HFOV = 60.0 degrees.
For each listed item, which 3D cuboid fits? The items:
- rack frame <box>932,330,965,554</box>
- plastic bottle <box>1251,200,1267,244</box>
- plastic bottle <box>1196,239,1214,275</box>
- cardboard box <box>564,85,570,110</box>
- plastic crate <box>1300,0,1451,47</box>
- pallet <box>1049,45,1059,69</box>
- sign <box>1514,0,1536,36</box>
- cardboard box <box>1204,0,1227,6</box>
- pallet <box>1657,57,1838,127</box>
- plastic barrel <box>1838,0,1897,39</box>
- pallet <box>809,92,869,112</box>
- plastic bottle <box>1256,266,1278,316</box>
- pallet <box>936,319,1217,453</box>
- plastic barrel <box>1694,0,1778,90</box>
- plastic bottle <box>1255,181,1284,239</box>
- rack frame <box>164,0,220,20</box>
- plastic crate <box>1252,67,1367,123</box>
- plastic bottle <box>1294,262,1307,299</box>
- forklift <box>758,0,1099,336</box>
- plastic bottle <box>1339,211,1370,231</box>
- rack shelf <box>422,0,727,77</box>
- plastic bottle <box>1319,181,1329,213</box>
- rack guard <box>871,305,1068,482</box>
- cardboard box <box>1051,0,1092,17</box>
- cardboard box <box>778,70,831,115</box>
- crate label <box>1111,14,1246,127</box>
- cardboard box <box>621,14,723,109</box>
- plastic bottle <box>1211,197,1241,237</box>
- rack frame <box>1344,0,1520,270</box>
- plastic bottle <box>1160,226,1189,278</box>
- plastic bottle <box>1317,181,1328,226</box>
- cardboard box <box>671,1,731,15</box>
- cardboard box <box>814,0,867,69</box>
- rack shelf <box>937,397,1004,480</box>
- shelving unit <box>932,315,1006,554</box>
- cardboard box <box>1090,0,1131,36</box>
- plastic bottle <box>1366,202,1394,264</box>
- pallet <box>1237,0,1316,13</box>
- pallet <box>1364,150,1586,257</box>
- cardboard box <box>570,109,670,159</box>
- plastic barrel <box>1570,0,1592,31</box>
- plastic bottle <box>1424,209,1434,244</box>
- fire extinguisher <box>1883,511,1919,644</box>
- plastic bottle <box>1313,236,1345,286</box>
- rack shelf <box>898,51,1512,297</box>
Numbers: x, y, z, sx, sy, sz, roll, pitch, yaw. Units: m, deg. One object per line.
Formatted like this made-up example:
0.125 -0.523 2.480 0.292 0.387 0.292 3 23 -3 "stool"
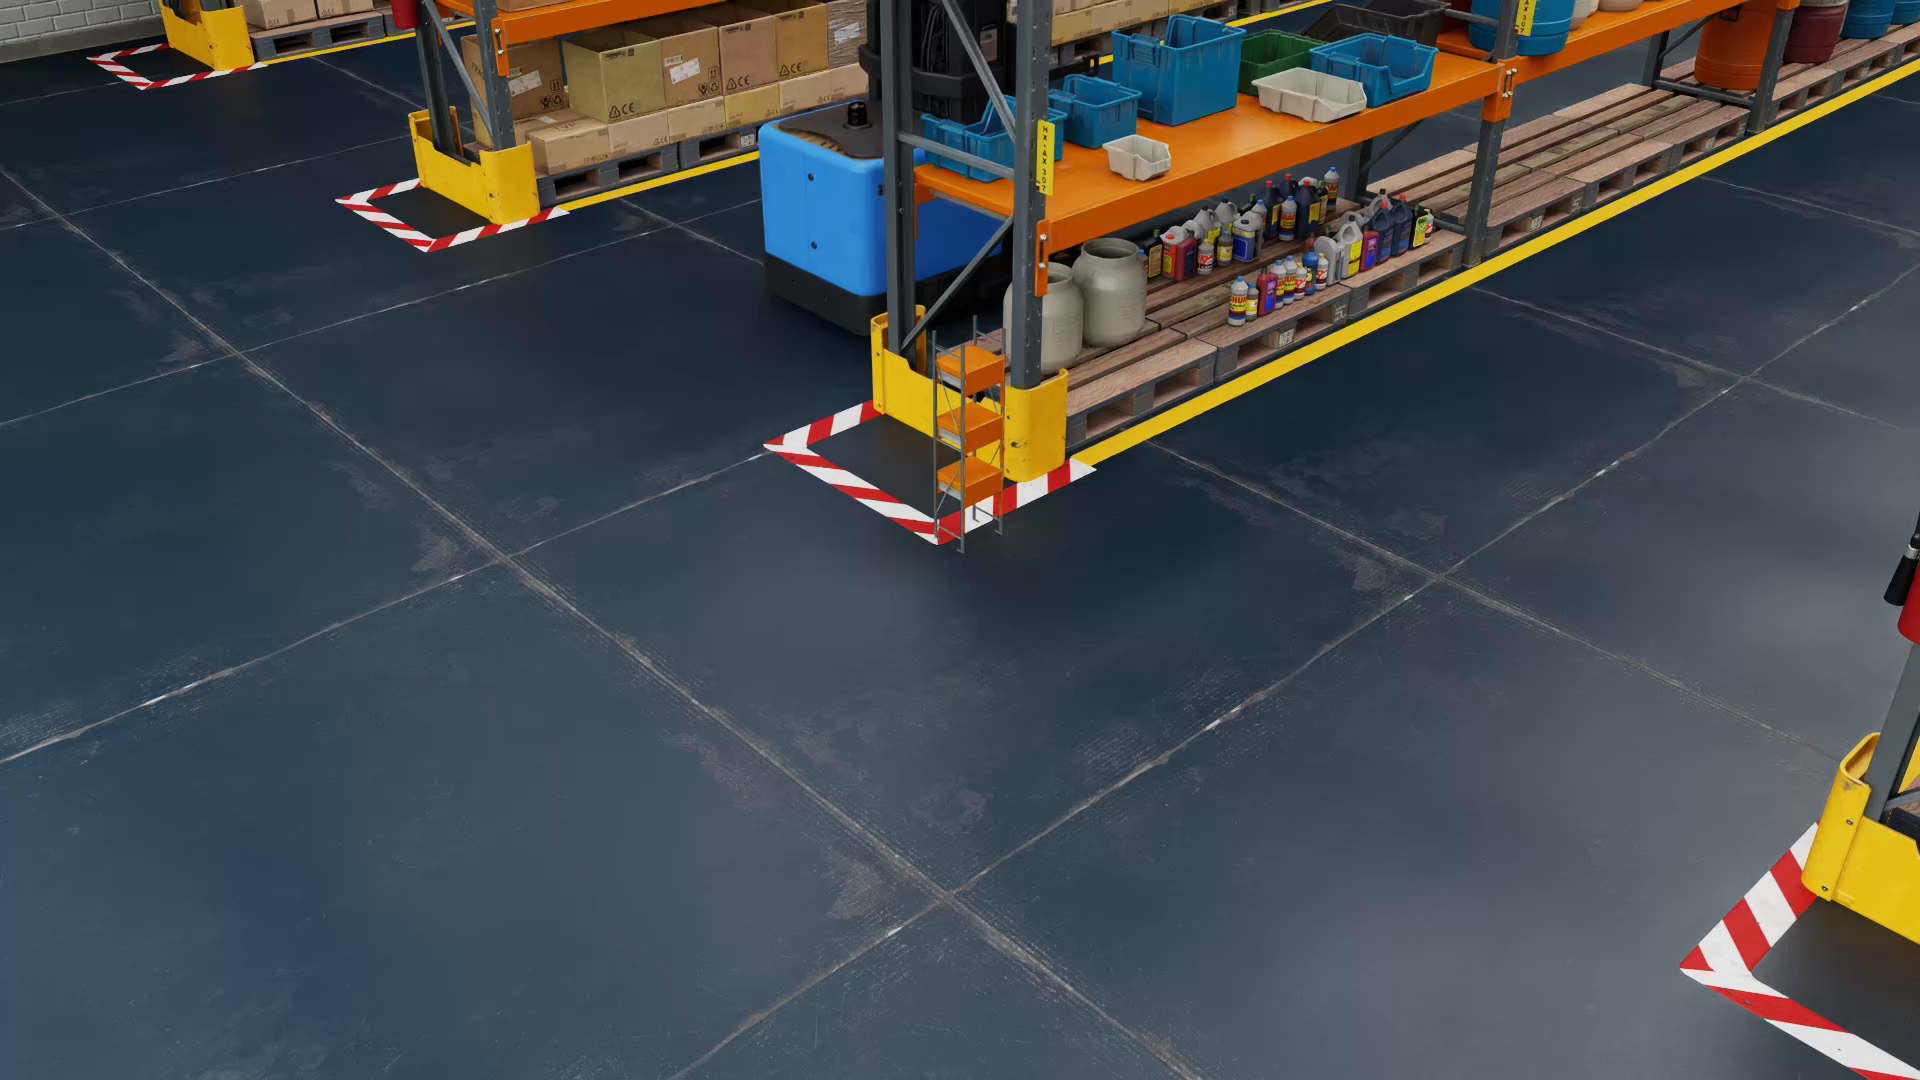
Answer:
-0.050 -0.424 7.436 0.008 1.050 0.200 -26 40 -35 "rack frame"
1.846 -1.972 10.293 0.097 0.271 0.097 0 31 0 "plastic bottle"
1.460 -1.690 9.900 0.097 0.201 0.097 0 31 0 "plastic bottle"
-2.807 -3.178 12.305 0.500 0.250 0.500 -26 40 -35 "cardboard box"
2.471 -3.046 9.915 0.504 0.338 0.767 -26 40 -35 "plastic crate"
0.090 -4.192 14.403 1.213 0.211 1.003 -26 40 -35 "pallet"
3.307 -3.113 9.700 0.005 0.325 0.100 -26 40 -35 "sign"
2.289 -5.250 15.694 0.500 0.250 0.500 -25 39 -34 "cardboard box"
6.424 -3.734 13.654 1.213 0.211 1.003 -26 40 -35 "pallet"
7.877 -4.893 14.486 0.708 0.901 0.600 -26 40 -35 "plastic barrel"
-1.036 -3.650 13.516 1.213 0.211 1.003 -26 40 -35 "pallet"
1.728 -1.416 9.373 0.133 0.283 0.061 -25 39 -35 "plastic bottle"
0.631 -0.932 9.072 1.213 0.211 1.003 -26 40 -35 "pallet"
6.221 -4.061 13.194 0.708 0.830 0.600 -26 40 -35 "plastic barrel"
1.928 -2.072 10.381 0.144 0.351 0.185 27 41 37 "plastic bottle"
-6.728 -5.580 14.000 0.127 3.000 1.000 -26 40 -35 "rack frame"
1.922 -2.424 9.091 0.437 0.136 0.530 -26 40 -35 "plastic crate"
1.947 -1.500 9.589 0.097 0.201 0.097 0 31 0 "plastic bottle"
0.249 -3.063 9.949 3.031 2.935 1.130 -25 39 -34 "forklift"
2.405 -1.876 10.132 0.135 0.276 0.152 -26 40 -35 "plastic bottle"
-1.891 -4.089 12.251 4.000 0.370 1.077 -26 40 -35 "rack shelf"
2.335 -2.222 10.769 0.097 0.201 0.097 0 31 0 "plastic bottle"
0.032 -0.769 8.528 0.348 0.500 1.175 -26 40 -35 "rack guard"
0.798 -4.762 14.357 0.500 0.311 0.500 -27 41 -37 "cardboard box"
-1.346 -3.507 12.843 0.500 0.250 0.500 -26 40 -35 "cardboard box"
1.174 -2.562 9.030 0.616 0.435 0.502 -26 40 -35 "crate label"
-2.090 -3.478 12.077 0.500 0.500 0.500 -26 40 -35 "cardboard box"
1.617 -1.922 10.135 0.185 0.351 0.144 -26 40 -36 "plastic bottle"
2.941 -3.209 10.123 0.127 3.000 1.000 -26 40 -35 "rack frame"
1.260 -1.714 9.867 0.135 0.276 0.152 -25 40 -35 "plastic bottle"
2.264 -2.127 10.535 0.133 0.283 0.061 -26 40 -35 "plastic bottle"
-2.076 -3.854 12.691 0.500 0.500 0.500 -26 40 -35 "cardboard box"
-0.990 -4.010 12.948 0.500 0.500 0.500 -26 40 -35 "cardboard box"
0.039 -0.458 7.512 0.240 0.259 0.215 -26 40 -35 "rack shelf"
0.039 -0.467 7.507 0.252 1.050 0.215 -26 40 -35 "shelving unit"
1.167 -4.705 14.803 0.500 0.250 0.500 -25 39 -35 "cardboard box"
2.524 -1.860 10.034 0.144 0.351 0.185 27 40 37 "plastic bottle"
3.082 -5.585 16.681 1.213 0.211 1.003 -26 40 -35 "pallet"
3.490 -2.313 11.330 1.213 0.211 1.003 -26 40 -35 "pallet"
-2.449 -2.977 11.976 0.500 0.250 0.500 -26 40 -35 "cardboard box"
3.792 -3.523 10.505 0.433 0.535 0.433 0 31 0 "plastic barrel"
2.887 -1.955 10.333 0.097 0.201 0.097 0 31 0 "plastic bottle"
2.978 0.002 4.946 0.183 0.674 0.296 -26 40 -35 "fire extinguisher"
2.165 -1.657 9.774 0.135 0.276 0.152 -25 39 -35 "plastic bottle"
1.474 -2.193 9.151 4.000 0.370 1.077 -26 40 -35 "rack shelf"
